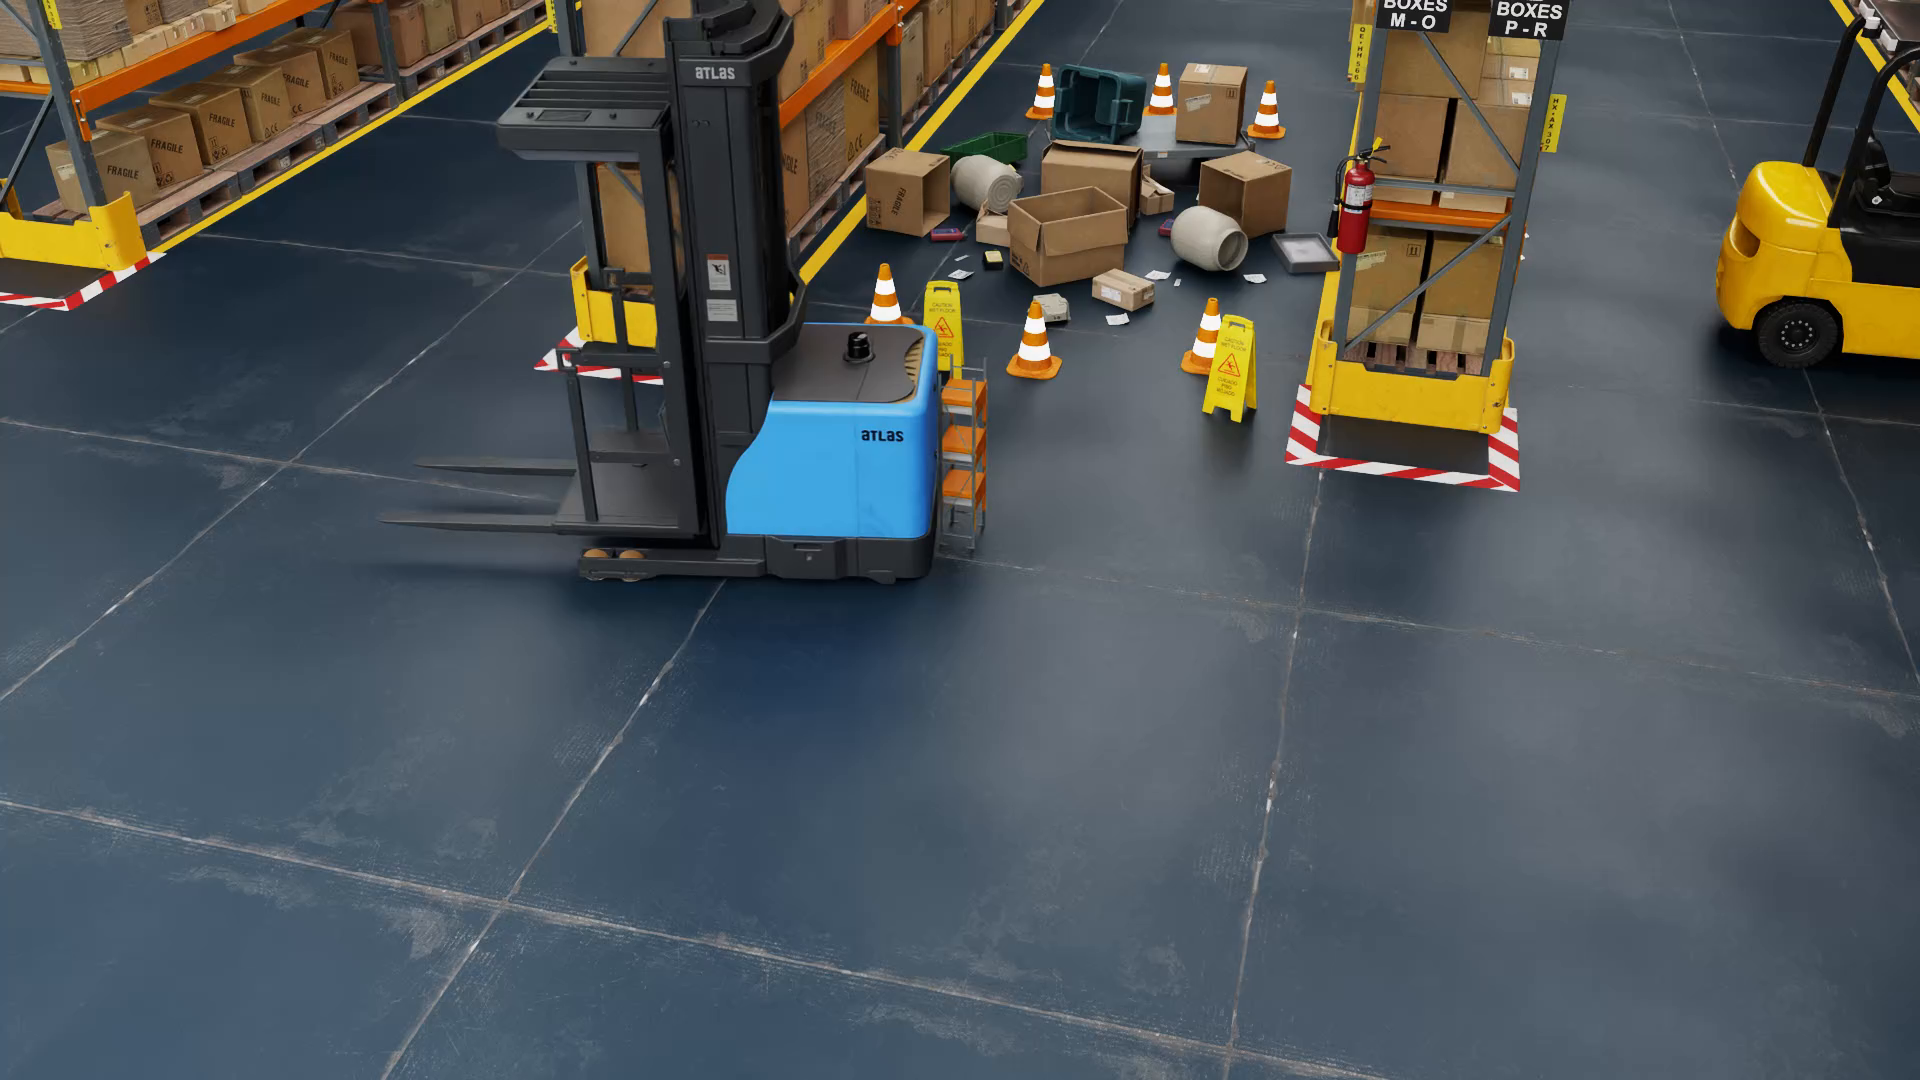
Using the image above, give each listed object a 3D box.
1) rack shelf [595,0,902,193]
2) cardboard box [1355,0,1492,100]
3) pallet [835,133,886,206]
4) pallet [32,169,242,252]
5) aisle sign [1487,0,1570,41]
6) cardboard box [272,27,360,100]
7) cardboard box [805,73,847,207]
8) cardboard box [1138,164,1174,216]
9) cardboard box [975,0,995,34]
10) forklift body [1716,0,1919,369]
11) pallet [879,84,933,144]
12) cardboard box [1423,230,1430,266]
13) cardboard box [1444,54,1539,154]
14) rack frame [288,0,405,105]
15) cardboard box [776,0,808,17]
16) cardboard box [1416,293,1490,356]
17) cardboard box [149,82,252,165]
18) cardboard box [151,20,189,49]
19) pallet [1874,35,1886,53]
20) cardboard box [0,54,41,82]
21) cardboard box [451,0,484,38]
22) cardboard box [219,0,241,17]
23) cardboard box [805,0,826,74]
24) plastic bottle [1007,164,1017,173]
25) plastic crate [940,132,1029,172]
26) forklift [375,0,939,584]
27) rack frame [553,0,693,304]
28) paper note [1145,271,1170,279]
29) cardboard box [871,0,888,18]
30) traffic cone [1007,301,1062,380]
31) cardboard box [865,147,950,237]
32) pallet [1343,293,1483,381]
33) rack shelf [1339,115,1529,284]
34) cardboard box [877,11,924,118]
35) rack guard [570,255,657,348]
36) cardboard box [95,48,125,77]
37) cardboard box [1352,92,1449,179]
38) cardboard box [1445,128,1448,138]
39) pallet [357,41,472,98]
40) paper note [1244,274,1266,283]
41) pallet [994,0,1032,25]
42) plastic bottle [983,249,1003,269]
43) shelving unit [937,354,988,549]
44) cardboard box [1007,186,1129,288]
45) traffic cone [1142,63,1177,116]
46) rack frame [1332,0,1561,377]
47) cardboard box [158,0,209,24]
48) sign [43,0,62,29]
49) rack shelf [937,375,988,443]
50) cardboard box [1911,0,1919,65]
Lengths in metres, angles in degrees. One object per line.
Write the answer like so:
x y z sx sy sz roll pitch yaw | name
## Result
-1.513 -3.399 12.472 1.077 0.370 4.000 8 33 12 | rack shelf
2.711 -2.928 9.757 0.700 0.500 0.500 7 33 11 | cardboard box
-1.274 -3.180 14.055 1.003 0.211 1.213 8 33 12 | pallet
-6.533 -2.672 13.256 1.003 0.211 1.213 8 33 12 | pallet
3.077 -3.066 8.854 0.394 0.787 0.004 8 33 12 | aisle sign
-5.918 -4.389 15.296 0.500 0.500 0.500 7 33 11 | cardboard box
-1.458 -3.236 13.133 0.875 0.875 0.875 8 33 13 | cardboard box
1.525 -2.835 13.462 0.258 0.266 0.396 -14 35 -21 | cardboard box
-0.232 -5.740 17.189 1.050 0.750 0.750 8 33 12 | cardboard box
6.312 -2.244 10.775 2.313 2.155 1.214 8 33 12 | forklift body
-0.883 -3.975 15.305 1.003 0.211 1.213 8 33 12 | pallet
3.399 -2.042 11.139 0.500 0.500 0.500 7 33 11 | cardboard box
3.310 -2.688 10.313 0.500 0.500 0.500 9 34 14 | cardboard box
-5.777 -5.468 15.056 1.000 3.000 0.127 8 33 12 | rack frame
-1.565 -3.941 11.507 0.875 0.550 0.550 8 33 12 | cardboard box
3.265 -1.441 10.893 0.500 0.250 0.500 8 33 12 | cardboard box
-6.322 -3.474 13.857 0.500 0.500 0.500 11 34 17 | cardboard box
-6.216 -3.918 12.852 0.380 0.149 0.250 8 33 12 | cardboard box
10.163 -5.358 17.481 1.003 0.211 1.213 8 33 12 | pallet
-6.920 -3.463 12.135 0.380 0.149 0.250 8 33 12 | cardboard box
-5.320 -5.450 16.947 0.700 0.500 0.500 5 33 8 | cardboard box
-6.080 -4.315 13.476 0.380 0.149 0.250 8 33 12 | cardboard box
-1.494 -3.769 12.244 0.875 0.550 0.500 8 33 12 | cardboard box
0.384 -3.152 14.151 0.133 0.061 0.283 -8 33 -13 | plastic bottle
0.218 -3.310 14.228 0.662 0.188 0.450 -28 32 -37 | plastic crate
-1.644 -1.295 8.554 3.031 2.935 1.130 2 32 3 | forklift
-2.021 -2.665 10.646 1.000 3.000 0.127 8 33 12 | rack frame
1.468 -1.968 12.327 0.148 0.019 0.142 20 38 29 | paper note
-1.088 -4.611 13.567 0.875 0.550 0.550 8 33 12 | cardboard box
0.494 -1.346 10.936 0.336 0.463 0.334 8 33 12 | traffic cone
-0.407 -2.742 13.094 0.500 0.500 0.500 14 35 21 | cardboard box
3.053 -1.323 11.134 1.003 0.211 1.213 8 33 12 | pallet
3.301 -2.778 11.494 1.077 0.370 4.000 8 33 12 | rack shelf
-0.935 -4.303 14.928 1.050 0.750 0.750 8 33 12 | cardboard box
-2.027 -1.598 11.297 1.175 0.500 0.348 8 33 12 | rack guard
-6.408 -3.529 12.240 0.380 0.149 0.250 8 33 12 | cardboard box
2.664 -2.530 10.064 0.500 0.500 0.500 7 33 12 | cardboard box
3.427 -2.755 11.021 0.380 0.149 0.250 9 34 14 | cardboard box
-5.581 -4.696 16.440 1.003 0.211 1.213 8 33 12 | pallet
2.180 -1.936 12.267 0.142 0.019 0.148 -3 33 -4 | paper note
0.209 -6.045 18.562 1.003 0.211 1.213 8 33 12 | pallet
0.246 -2.123 12.533 0.133 0.061 0.283 -3 33 -4 | plastic bottle
0.014 -0.471 9.012 0.215 1.050 0.252 8 33 12 | shelving unit
0.790 -2.246 12.314 0.797 0.503 0.637 -14 35 -21 | cardboard box
1.875 -4.169 15.377 0.336 0.463 0.334 8 33 12 | traffic cone
2.793 -2.043 9.668 1.000 3.000 0.127 8 33 12 | rack frame
-6.447 -4.371 12.960 0.875 0.500 0.500 8 33 12 | cardboard box
-6.268 -3.684 11.442 0.100 0.325 0.005 8 33 12 | sign
0.014 -0.702 8.865 0.215 0.259 0.240 8 33 12 | rack shelf
9.525 -4.892 16.088 0.500 0.500 0.500 9 34 14 | cardboard box
